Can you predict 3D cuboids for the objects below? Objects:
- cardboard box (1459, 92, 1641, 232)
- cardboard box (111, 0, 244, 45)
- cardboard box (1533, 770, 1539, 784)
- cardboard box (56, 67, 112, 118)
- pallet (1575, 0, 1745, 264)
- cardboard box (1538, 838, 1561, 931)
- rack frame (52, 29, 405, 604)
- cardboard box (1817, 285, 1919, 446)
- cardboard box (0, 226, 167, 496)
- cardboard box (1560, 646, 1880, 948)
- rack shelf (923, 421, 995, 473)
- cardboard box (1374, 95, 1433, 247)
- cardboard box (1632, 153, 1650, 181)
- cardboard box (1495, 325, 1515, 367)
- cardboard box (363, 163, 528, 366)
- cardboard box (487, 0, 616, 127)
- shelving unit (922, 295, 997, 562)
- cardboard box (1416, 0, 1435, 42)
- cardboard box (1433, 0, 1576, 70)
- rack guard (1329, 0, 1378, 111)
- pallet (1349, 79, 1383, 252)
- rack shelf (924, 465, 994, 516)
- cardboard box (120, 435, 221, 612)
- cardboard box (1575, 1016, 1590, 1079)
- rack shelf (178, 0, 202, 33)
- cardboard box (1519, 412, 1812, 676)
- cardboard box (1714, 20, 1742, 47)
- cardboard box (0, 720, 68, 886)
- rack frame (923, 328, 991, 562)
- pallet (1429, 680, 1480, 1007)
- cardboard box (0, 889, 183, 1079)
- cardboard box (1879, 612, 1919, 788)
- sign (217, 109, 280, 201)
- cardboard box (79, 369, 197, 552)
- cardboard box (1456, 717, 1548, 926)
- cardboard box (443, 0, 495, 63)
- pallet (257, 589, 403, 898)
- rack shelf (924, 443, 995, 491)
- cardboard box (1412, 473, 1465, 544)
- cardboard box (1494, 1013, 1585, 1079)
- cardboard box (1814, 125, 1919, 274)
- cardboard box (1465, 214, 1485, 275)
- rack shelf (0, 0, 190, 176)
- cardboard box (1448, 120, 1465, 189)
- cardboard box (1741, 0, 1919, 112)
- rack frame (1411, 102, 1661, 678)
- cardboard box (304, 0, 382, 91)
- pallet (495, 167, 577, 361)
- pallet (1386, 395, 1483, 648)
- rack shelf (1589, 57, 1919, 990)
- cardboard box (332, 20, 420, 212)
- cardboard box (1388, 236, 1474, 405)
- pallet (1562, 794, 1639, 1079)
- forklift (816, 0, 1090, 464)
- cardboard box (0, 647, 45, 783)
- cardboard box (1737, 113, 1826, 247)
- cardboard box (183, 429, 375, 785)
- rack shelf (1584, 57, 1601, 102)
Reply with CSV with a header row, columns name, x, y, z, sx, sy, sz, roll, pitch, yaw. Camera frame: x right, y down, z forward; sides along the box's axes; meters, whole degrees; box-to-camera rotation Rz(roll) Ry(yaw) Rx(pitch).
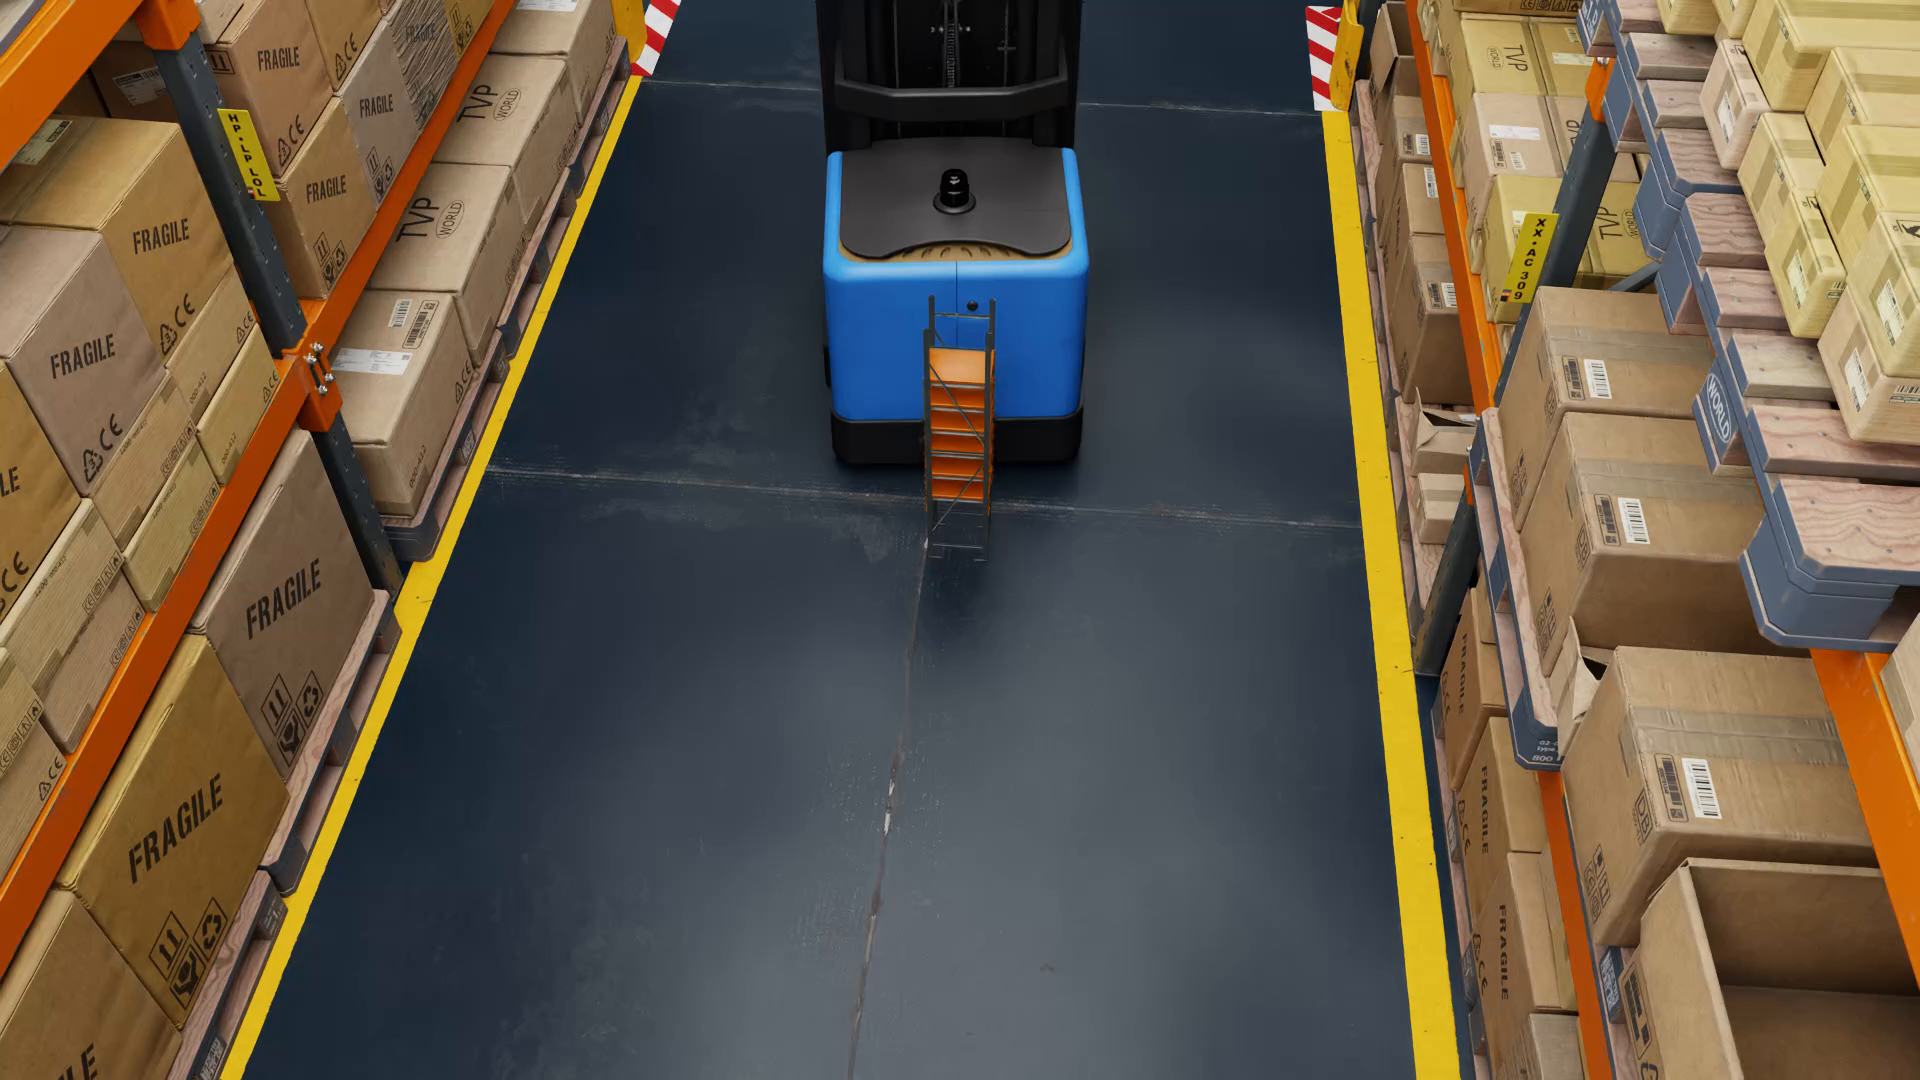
name,x,y,z,sx,sy,sz,roll,pitch,yaw
cardboard box,2.060,-1.318,5.849,0.500,0.250,0.500,4,48,4
cardboard box,-2.430,-1.644,5.062,0.380,0.149,0.250,3,48,3
cardboard box,1.968,0.618,5.148,0.380,0.149,0.250,2,48,2
cardboard box,-2.950,-1.576,5.439,0.500,0.500,0.500,4,48,3
pallet,2.096,-0.983,3.737,1.213,0.211,1.003,4,48,4
cardboard box,1.896,1.002,4.797,0.380,0.149,0.250,4,48,3
rack frame,-2.718,-0.840,5.511,1.000,3.000,0.127,4,48,4
cardboard box,1.688,-0.288,2.791,0.380,0.149,0.250,5,48,4
cardboard box,-2.548,-0.485,4.441,0.500,0.500,0.500,5,48,4
cardboard box,1.840,0.614,3.830,0.700,0.500,0.500,4,48,3
rack shelf,-0.001,-0.364,6.356,0.258,0.103,0.180,4,48,4
cardboard box,2.323,-1.678,7.687,0.700,0.500,0.500,6,48,5
cardboard box,2.578,-1.273,5.808,0.500,0.250,0.500,3,48,3
cardboard box,2.003,-0.675,5.531,0.380,0.149,0.250,4,48,4
cardboard box,-2.473,-1.229,7.319,0.875,0.438,0.875,3,48,2
cardboard box,-2.314,-2.564,8.540,0.875,0.438,0.875,2,48,2
shelving unit,-0.001,-0.394,6.323,0.258,1.200,0.189,4,48,4
cardboard box,2.120,-2.197,6.923,0.380,0.149,0.250,3,48,2
cardboard box,2.167,-2.062,6.529,0.500,0.250,0.500,3,48,3
rack guard,2.583,-2.549,8.768,1.175,0.500,0.348,4,48,4
pallet,2.512,-1.865,8.339,1.003,0.211,1.213,4,48,4
rack shelf,-0.001,-0.202,6.533,0.258,0.103,0.180,4,48,4
cardboard box,-2.555,-0.068,4.907,0.500,0.250,0.500,3,48,3
cardboard box,1.876,1.384,4.447,0.380,0.149,0.250,4,48,4
rack shelf,-2.535,-3.079,6.014,1.077,0.370,4.000,4,48,4
cardboard box,1.912,0.037,4.357,0.700,0.500,0.500,4,48,4
cardboard box,1.819,-1.038,3.478,0.380,0.149,0.250,4,48,4
cardboard box,-2.663,0.681,4.222,0.500,0.250,0.500,4,48,4
rack frame,-0.010,-0.327,6.262,0.240,1.200,0.006,4,48,4
pallet,2.189,1.033,5.688,1.003,0.211,1.213,4,48,4
cardboard box,-2.851,1.518,4.510,0.875,0.875,0.875,4,48,4
cardboard box,1.757,0.338,2.503,0.500,0.250,0.500,4,48,4
sign,-2.176,-1.174,5.086,0.100,0.325,0.005,4,48,4
cardboard box,-2.554,-0.250,4.734,0.500,0.250,0.500,5,48,4
cardboard box,1.919,0.925,5.306,0.500,0.500,0.500,3,48,3
cardboard box,-2.265,-2.314,6.792,0.500,0.500,0.500,5,48,5
pallet,-2.713,0.673,6.017,1.003,0.211,1.213,4,48,4
rack shelf,-0.001,-0.283,6.445,0.258,0.103,0.180,4,48,4
cardboard box,1.984,-0.117,6.498,0.380,0.149,0.250,3,48,2
cardboard box,1.815,1.673,4.623,0.500,0.500,0.500,2,48,2
cardboard box,1.713,-0.571,2.849,0.380,0.149,0.250,4,48,4
cardboard box,2.005,-1.061,5.883,0.380,0.149,0.250,5,48,5
rack shelf,-2.900,-0.140,3.326,1.077,0.370,4.000,4,48,4
cardboard box,2.051,-1.441,6.231,0.380,0.149,0.250,3,48,3
cardboard box,1.746,-0.947,3.193,0.380,0.149,0.250,3,48,3
rack frame,2.226,-0.509,5.208,1.000,3.000,0.127,4,48,4
cardboard box,-2.381,-1.915,5.750,0.500,0.500,0.500,3,48,3
pallet,-2.462,-1.351,7.869,1.003,0.211,1.213,4,48,4
pallet,2.289,-0.072,6.699,1.003,0.211,1.213,4,48,4
rack shelf,2.043,0.191,3.023,1.077,0.370,4.000,4,48,4
cardboard box,-2.364,-1.570,6.112,0.500,0.500,0.500,4,48,4
cardboard box,2.229,-0.915,6.989,0.700,0.500,0.500,2,48,2
pallet,2.034,1.066,3.898,1.003,0.211,1.213,4,48,4
forklift,-0.052,-2.384,6.971,1.130,2.935,3.031,-1,48,-1
cardboard box,-2.625,0.509,4.041,0.500,0.250,0.500,5,48,4
cardboard box,1.712,-0.668,3.139,0.380,0.149,0.250,3,48,3
cardboard box,-2.695,0.197,5.719,0.875,0.875,0.875,5,48,5
rack shelf,2.408,-2.748,5.711,1.077,0.370,4.000,4,48,4
